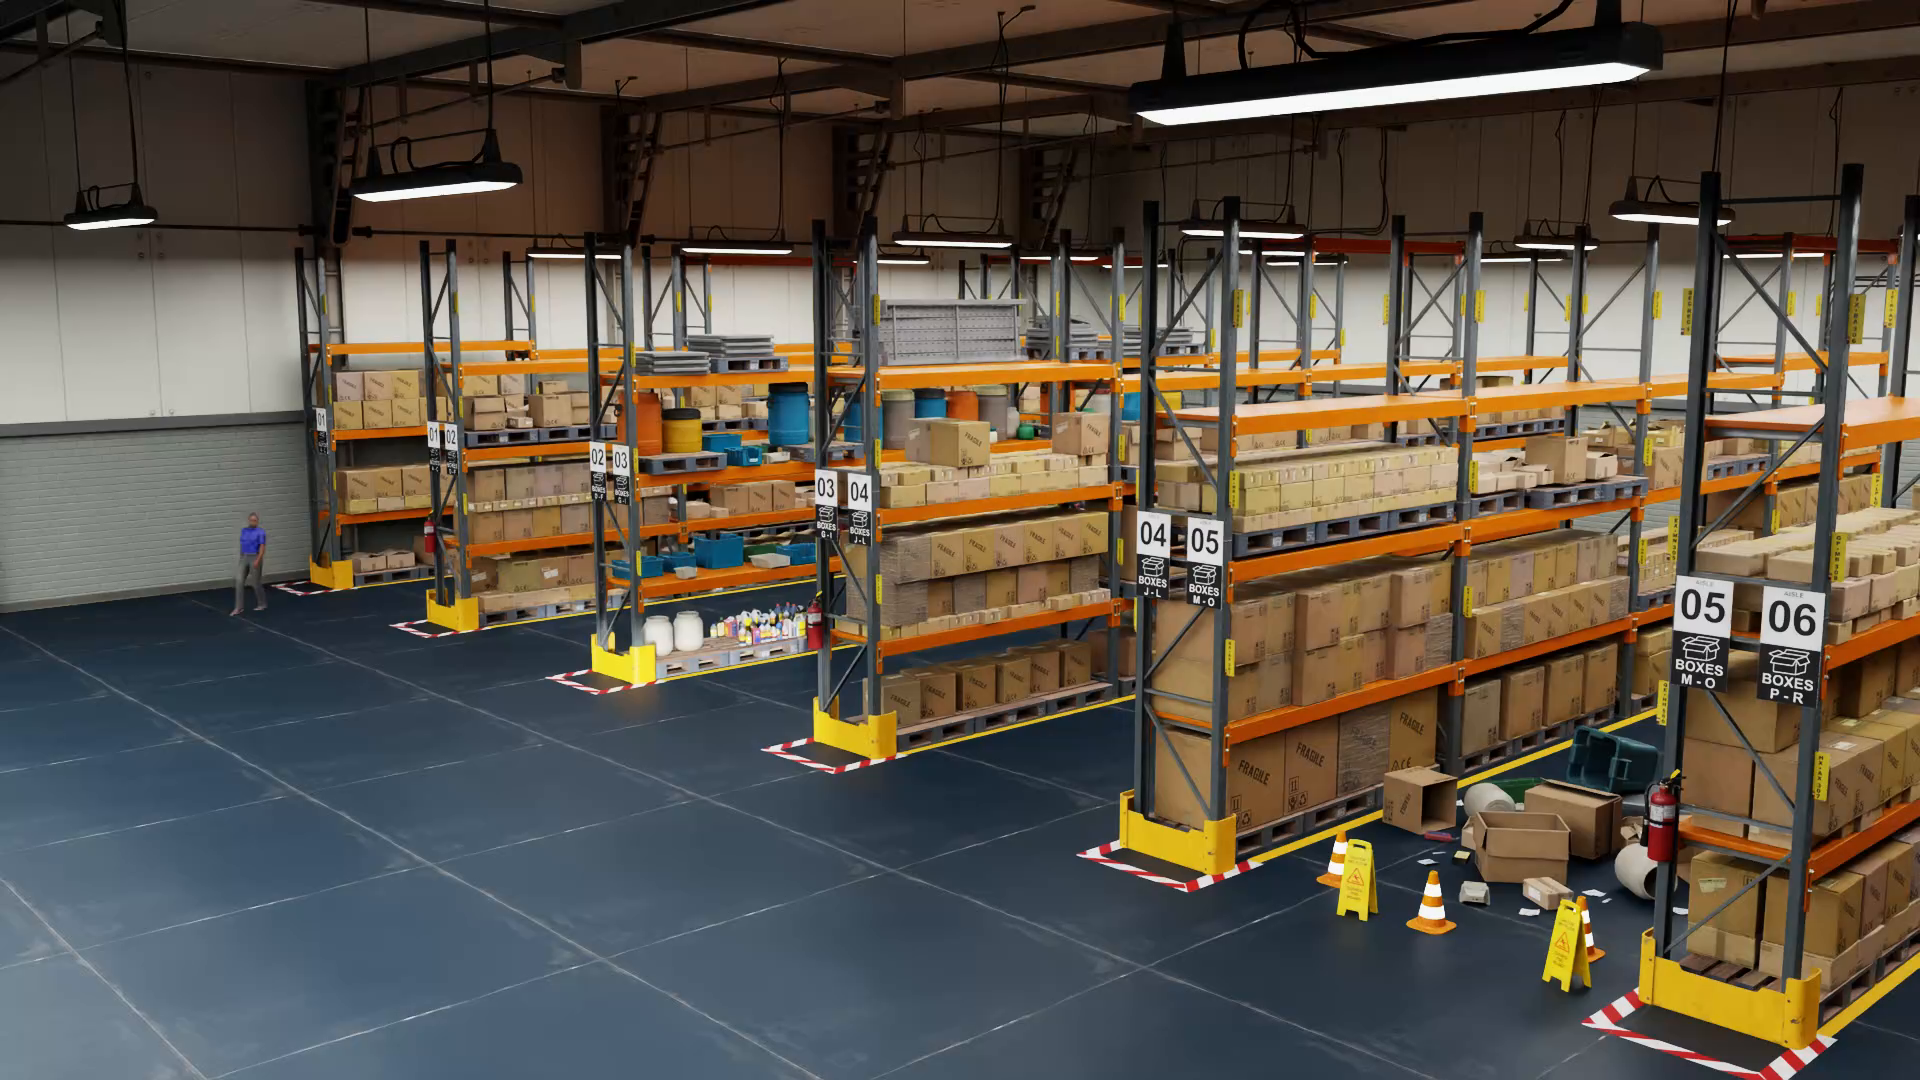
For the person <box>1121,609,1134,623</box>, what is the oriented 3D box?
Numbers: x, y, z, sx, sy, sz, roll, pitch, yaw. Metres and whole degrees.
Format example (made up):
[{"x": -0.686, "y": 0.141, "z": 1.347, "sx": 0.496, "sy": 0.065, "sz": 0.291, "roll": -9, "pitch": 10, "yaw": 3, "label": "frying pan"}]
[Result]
[{"x": 2.590, "y": 0.742, "z": 24.764, "sx": 0.693, "sy": 1.633, "sz": 0.714, "roll": -6, "pitch": 10, "yaw": -33, "label": "person"}]

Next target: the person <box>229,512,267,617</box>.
[{"x": -11.637, "y": 0.401, "z": 27.199, "sx": 0.472, "sy": 1.638, "sz": 0.718, "roll": 0, "pitch": 8, "yaw": 3, "label": "person"}]

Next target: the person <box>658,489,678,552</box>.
[{"x": -5.508, "y": -0.218, "z": 31.166, "sx": 0.537, "sy": 1.612, "sz": 0.964, "roll": 5, "pitch": 10, "yaw": 30, "label": "person"}]
